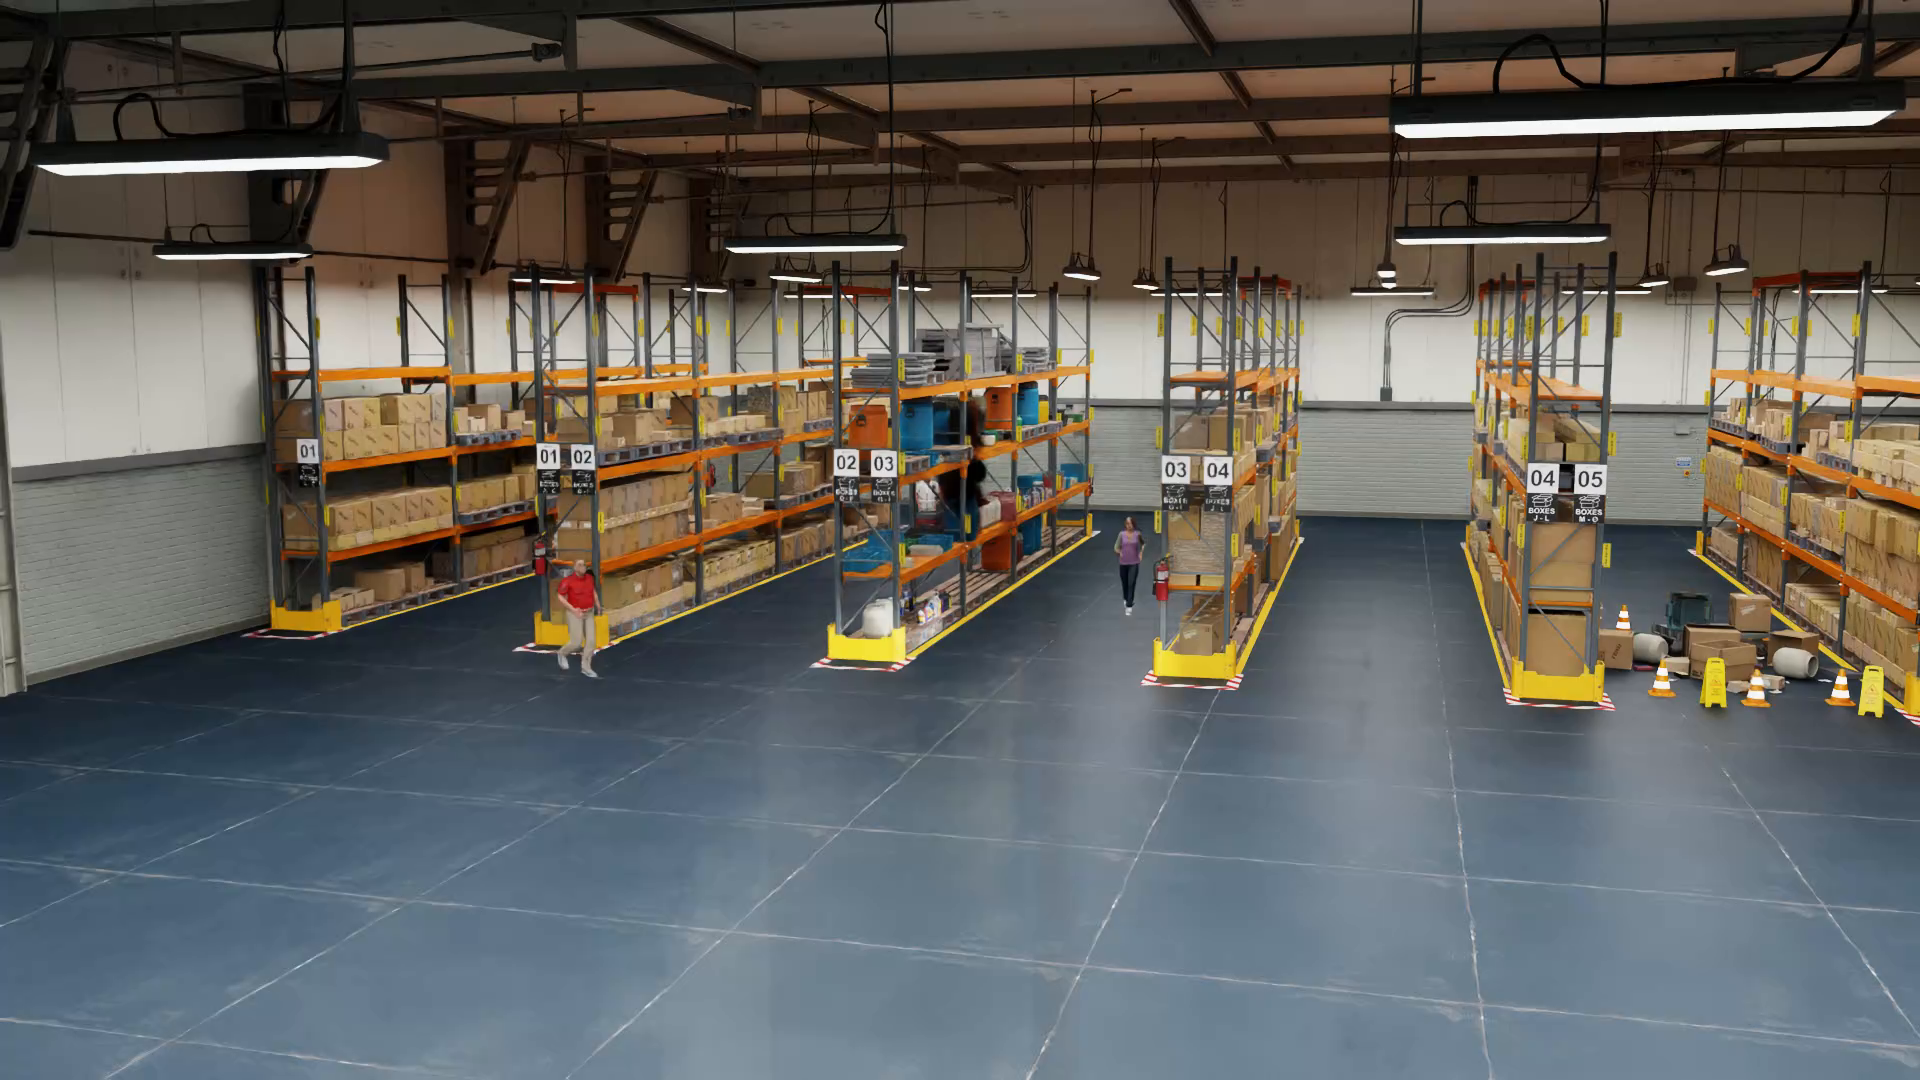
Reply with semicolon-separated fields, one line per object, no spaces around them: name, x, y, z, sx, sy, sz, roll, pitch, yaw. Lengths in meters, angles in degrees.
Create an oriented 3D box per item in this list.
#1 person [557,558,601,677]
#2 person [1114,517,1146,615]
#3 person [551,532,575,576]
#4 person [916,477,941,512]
person;-5.542;1.110;24.173;0.726;1.717;0.690;6;10;41
person;2.823;0.414;27.688;0.539;1.599;0.754;1;7;7
person;-7.035;0.419;29.874;0.617;1.731;0.717;2;8;18
person;-0.767;-0.796;39.054;0.650;1.732;0.594;0;7;2
